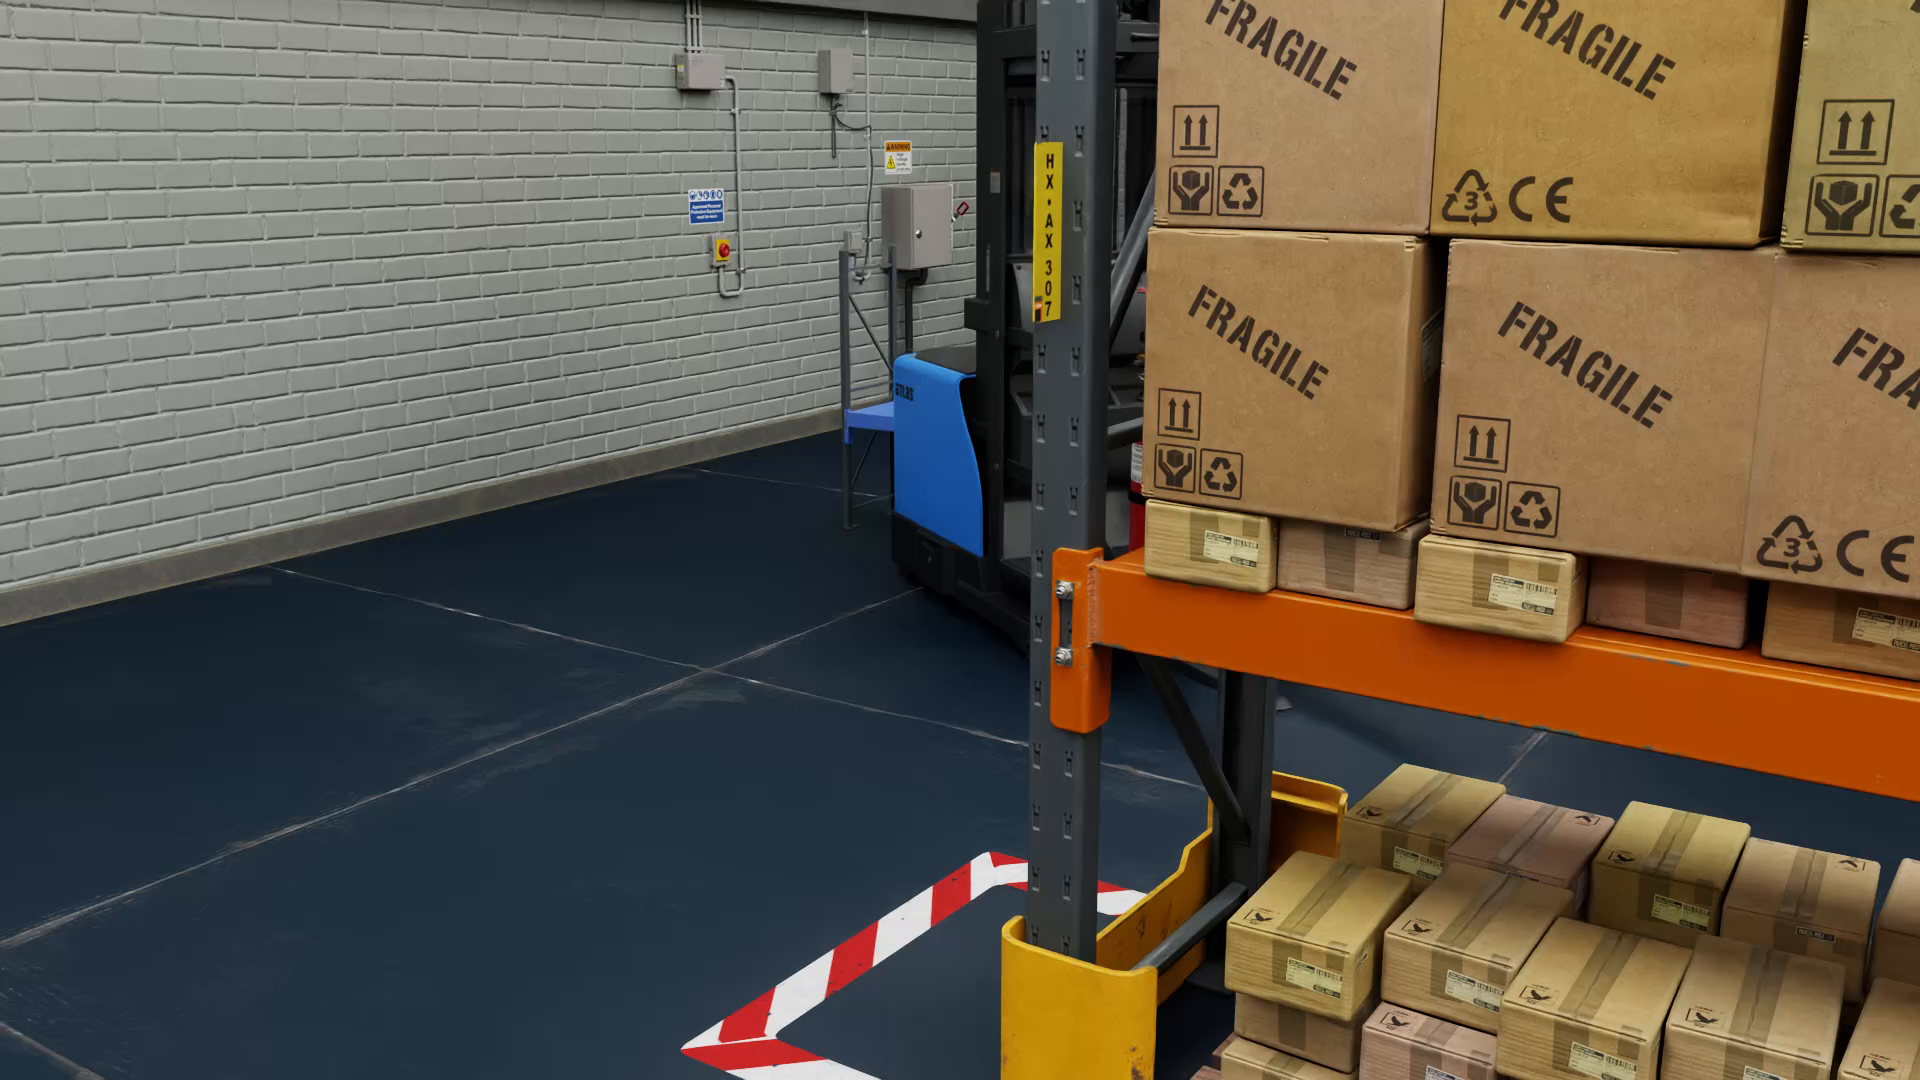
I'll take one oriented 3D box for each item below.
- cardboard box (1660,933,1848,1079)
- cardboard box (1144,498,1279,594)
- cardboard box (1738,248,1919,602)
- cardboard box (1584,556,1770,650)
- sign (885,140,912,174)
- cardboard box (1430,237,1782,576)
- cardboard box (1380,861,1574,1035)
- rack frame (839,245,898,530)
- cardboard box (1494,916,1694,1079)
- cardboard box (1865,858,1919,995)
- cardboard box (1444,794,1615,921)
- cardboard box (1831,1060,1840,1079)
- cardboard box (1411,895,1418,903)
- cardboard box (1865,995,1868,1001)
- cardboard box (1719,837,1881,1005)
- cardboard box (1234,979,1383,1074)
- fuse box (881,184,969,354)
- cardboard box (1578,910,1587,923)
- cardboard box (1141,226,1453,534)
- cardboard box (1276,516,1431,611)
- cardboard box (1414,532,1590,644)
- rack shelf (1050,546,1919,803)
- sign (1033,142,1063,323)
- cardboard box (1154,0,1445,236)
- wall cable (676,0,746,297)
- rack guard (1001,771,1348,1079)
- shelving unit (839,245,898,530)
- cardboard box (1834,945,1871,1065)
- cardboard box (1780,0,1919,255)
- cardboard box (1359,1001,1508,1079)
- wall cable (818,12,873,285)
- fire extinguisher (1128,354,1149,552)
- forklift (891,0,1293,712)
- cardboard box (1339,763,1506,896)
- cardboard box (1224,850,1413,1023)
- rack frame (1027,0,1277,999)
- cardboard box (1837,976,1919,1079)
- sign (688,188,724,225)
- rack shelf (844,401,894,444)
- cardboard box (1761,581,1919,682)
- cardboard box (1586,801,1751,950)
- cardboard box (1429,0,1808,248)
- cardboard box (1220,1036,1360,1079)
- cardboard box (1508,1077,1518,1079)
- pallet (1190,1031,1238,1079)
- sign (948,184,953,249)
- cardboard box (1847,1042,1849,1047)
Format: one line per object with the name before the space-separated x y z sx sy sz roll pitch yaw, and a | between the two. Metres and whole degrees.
cardboard box | 1.397 0.861 2.922 0.250 0.149 0.380 8 16 30
cardboard box | 0.553 -0.026 3.209 0.250 0.149 0.380 9 17 32
cardboard box | 1.543 -0.200 2.560 0.500 0.500 0.500 9 17 34
cardboard box | 1.272 0.054 2.886 0.250 0.149 0.380 10 17 35
sign | -0.456 -2.826 12.277 0.001 0.242 0.339 9 17 33
cardboard box | 1.143 -0.268 2.835 0.500 0.500 0.500 9 17 33
cardboard box | 1.008 0.785 3.229 0.250 0.149 0.380 10 17 34
rack frame | -0.491 -0.836 9.078 0.032 1.500 0.500 8 16 31
cardboard box | 1.145 0.845 2.989 0.250 0.149 0.380 9 17 33
cardboard box | 1.943 0.782 3.244 0.250 0.149 0.380 10 17 35
cardboard box | 1.224 0.700 3.574 0.250 0.149 0.380 10 17 34
cardboard box | 1.359 1.019 2.903 0.250 0.149 0.380 10 17 35
cardboard box | 1.064 0.793 3.819 0.250 0.149 0.380 9 16 31
cardboard box | 1.933 0.929 3.268 0.250 0.149 0.380 9 17 34
cardboard box | 1.689 0.757 3.345 0.250 0.149 0.380 8 16 31
cardboard box | 0.758 0.900 3.384 0.250 0.149 0.380 10 17 35
fuse box | -0.253 -1.783 12.464 0.414 1.711 0.539 9 17 33
cardboard box | 1.251 0.838 3.634 0.250 0.149 0.380 9 16 32
cardboard box | 0.685 -0.334 3.105 0.500 0.500 0.500 10 17 35
cardboard box | 0.787 0.000 3.104 0.250 0.149 0.380 10 17 35
cardboard box | 0.980 0.047 2.916 0.250 0.149 0.380 9 16 31
rack shelf | 2.126 0.361 2.621 4.000 0.370 1.077 9 17 33
sign | 0.164 -0.569 3.077 0.005 0.325 0.100 9 17 33
cardboard box | 0.691 -0.822 2.993 0.500 0.500 0.500 9 17 32
wall cable | -1.546 -2.517 10.570 0.123 1.953 0.585 9 17 33
rack guard | 0.530 0.967 3.878 0.348 0.500 1.175 9 17 33
shelving unit | -0.058 -0.772 8.819 1.048 1.500 0.538 8 16 31
cardboard box | 1.662 0.919 3.310 0.250 0.149 0.380 9 16 32
cardboard box | 1.533 -0.681 2.425 0.500 0.500 0.500 9 16 32
cardboard box | 0.954 0.948 3.190 0.250 0.149 0.380 9 17 33
wall cable | -0.764 -2.786 11.723 0.122 1.984 0.588 9 17 33
fire extinguisher | 0.515 -0.164 4.181 0.183 0.674 0.296 9 17 33
forklift | 0.740 -0.999 6.757 1.130 2.935 3.031 -6 15 -24
cardboard box | 1.047 0.655 3.756 0.250 0.149 0.380 9 17 33
cardboard box | 0.712 0.772 3.281 0.250 0.149 0.380 8 16 30
rack frame | 0.467 -0.257 3.618 0.127 3.000 1.000 9 17 33
cardboard box | 1.622 0.901 2.764 0.250 0.149 0.380 10 17 35
sign | -1.624 -2.139 10.658 0.001 0.218 0.327 9 17 33
rack shelf | -0.058 -0.597 8.862 1.000 0.185 0.538 8 16 31
cardboard box | 1.483 0.095 2.719 0.250 0.149 0.380 9 17 32
cardboard box | 1.510 0.709 3.536 0.250 0.149 0.380 9 16 32
cardboard box | 1.113 -0.756 2.725 0.500 0.500 0.500 10 17 34
cardboard box | 0.723 1.057 3.369 0.250 0.149 0.380 10 17 34
cardboard box | 1.206 0.963 3.129 0.250 0.149 0.380 9 17 34
pallet | 1.184 1.223 3.444 1.213 0.211 1.003 9 17 33
sign | -0.149 -2.488 12.831 0.001 0.494 0.329 9 17 33
cardboard box | 1.632 1.036 2.835 0.250 0.149 0.380 8 16 30
